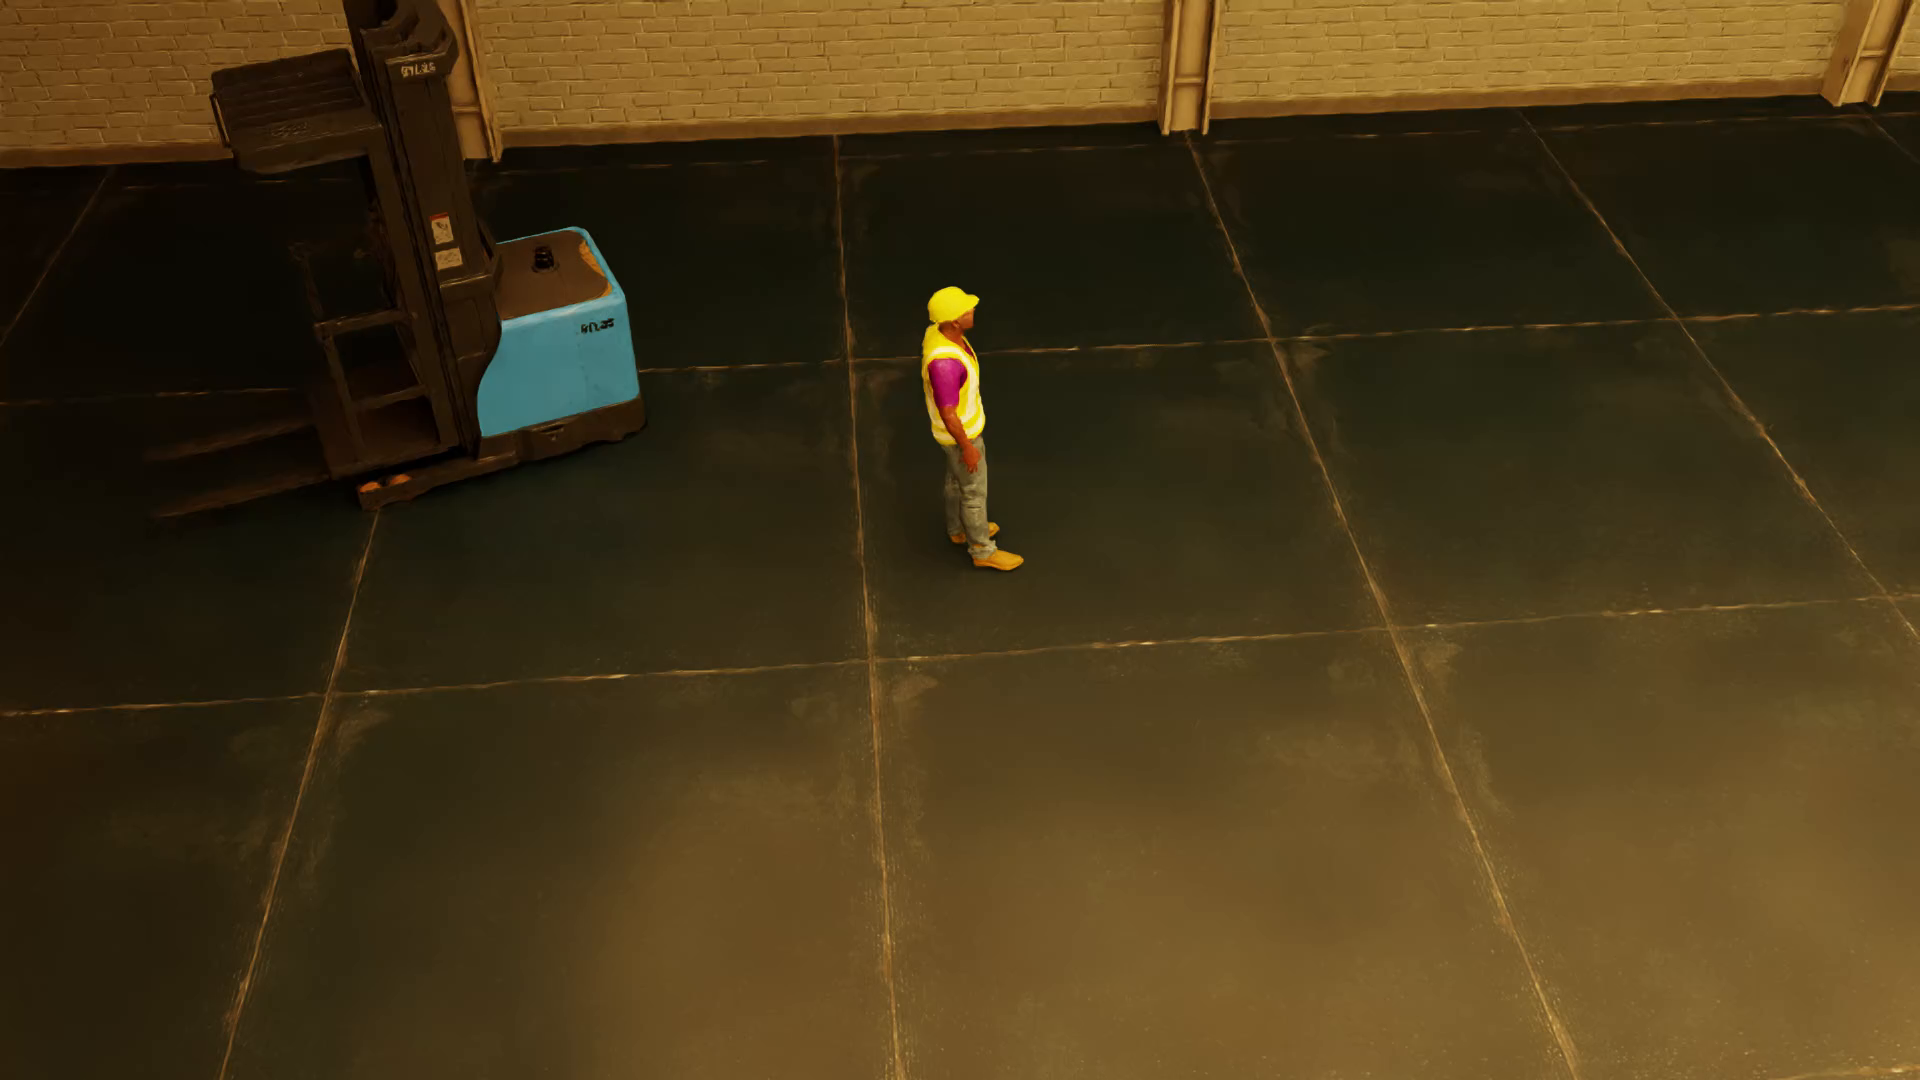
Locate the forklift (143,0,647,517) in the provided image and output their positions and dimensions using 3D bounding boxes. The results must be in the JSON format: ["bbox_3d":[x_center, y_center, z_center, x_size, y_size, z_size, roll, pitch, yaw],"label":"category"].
[{"bbox_3d":[-3.633,-1.697,9.922,3.031,2.935,1.130,-17,43,-19],"label":"forklift"}]

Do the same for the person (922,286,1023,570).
[{"bbox_3d":[0.070,-0.675,9.617,0.576,1.760,0.665,-3,41,-4],"label":"person"}]
